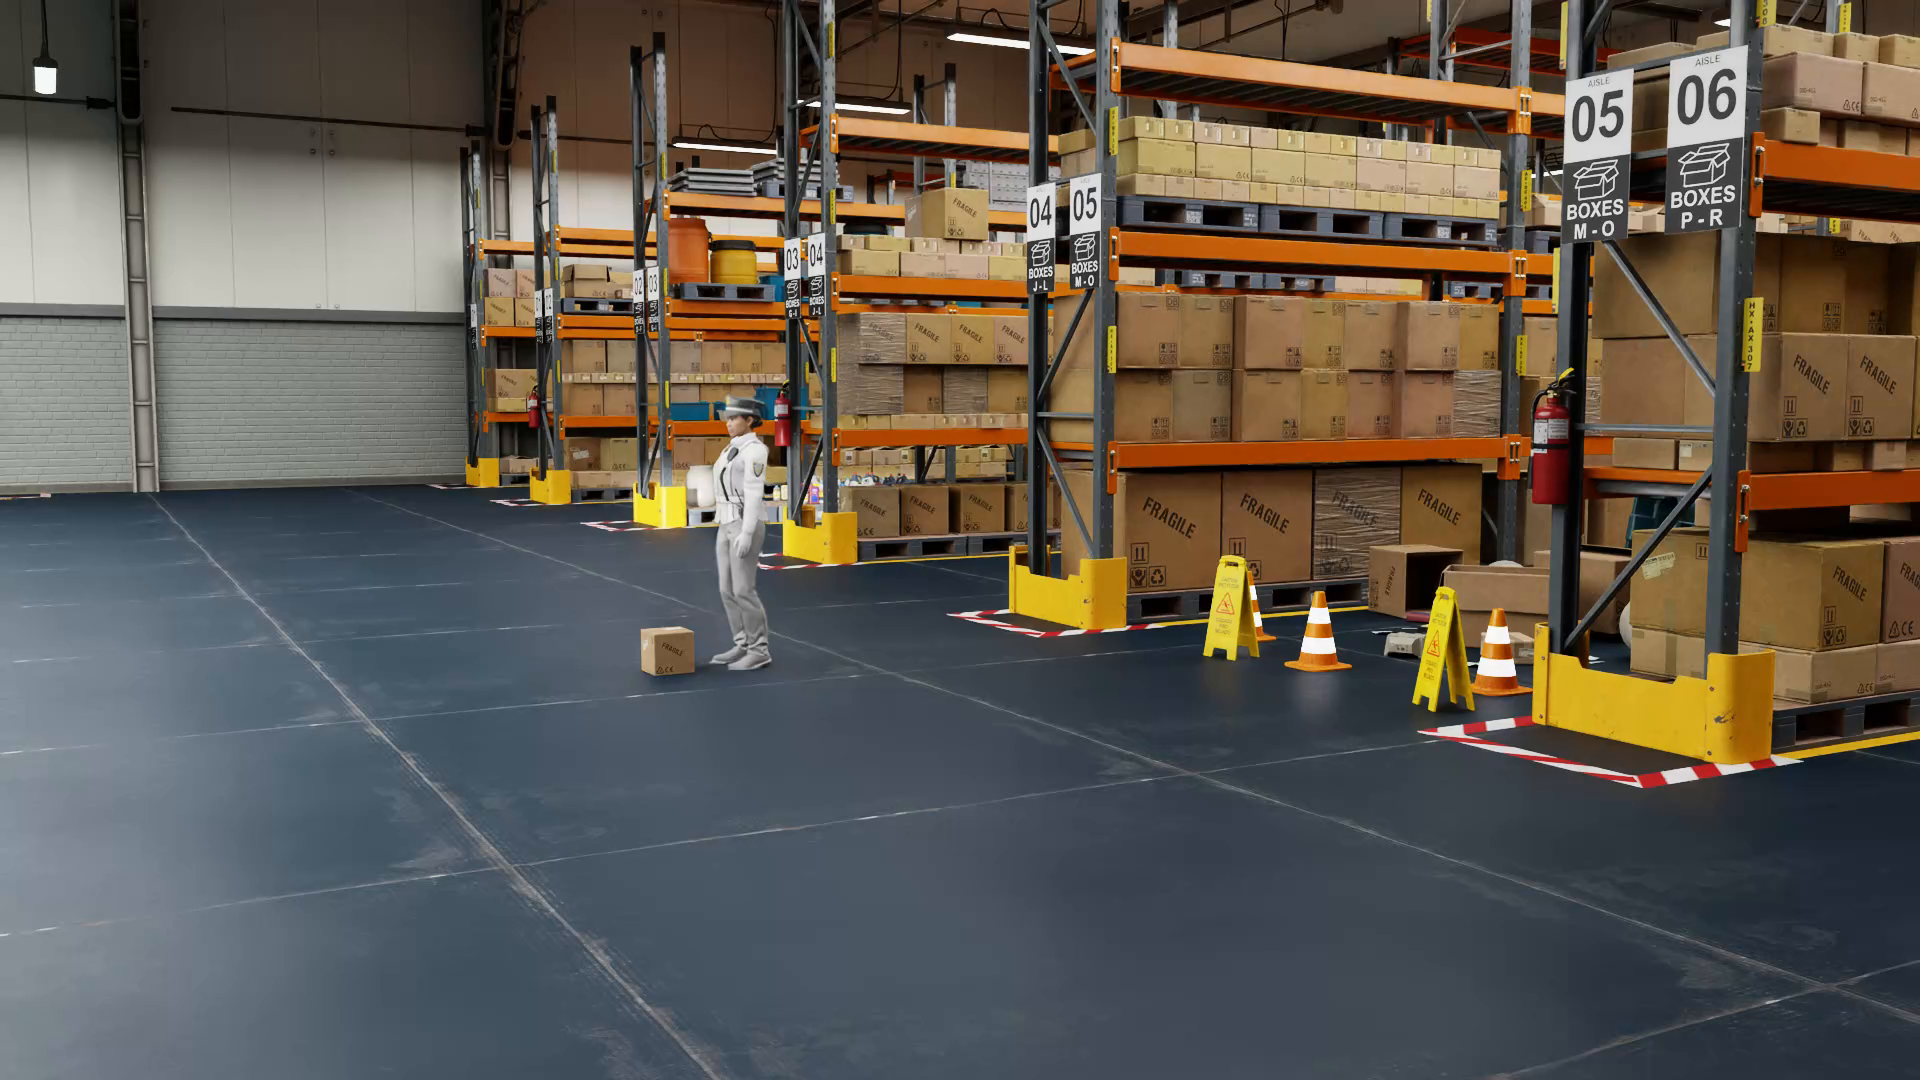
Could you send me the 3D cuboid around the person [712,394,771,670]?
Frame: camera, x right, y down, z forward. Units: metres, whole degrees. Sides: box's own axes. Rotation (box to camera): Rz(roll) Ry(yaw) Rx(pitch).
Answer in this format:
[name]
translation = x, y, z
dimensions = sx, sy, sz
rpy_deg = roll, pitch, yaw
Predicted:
[person]
translation = -1.345, -0.047, 10.165
dimensions = 0.329, 1.680, 0.467
rpy_deg = -3, 6, -27
